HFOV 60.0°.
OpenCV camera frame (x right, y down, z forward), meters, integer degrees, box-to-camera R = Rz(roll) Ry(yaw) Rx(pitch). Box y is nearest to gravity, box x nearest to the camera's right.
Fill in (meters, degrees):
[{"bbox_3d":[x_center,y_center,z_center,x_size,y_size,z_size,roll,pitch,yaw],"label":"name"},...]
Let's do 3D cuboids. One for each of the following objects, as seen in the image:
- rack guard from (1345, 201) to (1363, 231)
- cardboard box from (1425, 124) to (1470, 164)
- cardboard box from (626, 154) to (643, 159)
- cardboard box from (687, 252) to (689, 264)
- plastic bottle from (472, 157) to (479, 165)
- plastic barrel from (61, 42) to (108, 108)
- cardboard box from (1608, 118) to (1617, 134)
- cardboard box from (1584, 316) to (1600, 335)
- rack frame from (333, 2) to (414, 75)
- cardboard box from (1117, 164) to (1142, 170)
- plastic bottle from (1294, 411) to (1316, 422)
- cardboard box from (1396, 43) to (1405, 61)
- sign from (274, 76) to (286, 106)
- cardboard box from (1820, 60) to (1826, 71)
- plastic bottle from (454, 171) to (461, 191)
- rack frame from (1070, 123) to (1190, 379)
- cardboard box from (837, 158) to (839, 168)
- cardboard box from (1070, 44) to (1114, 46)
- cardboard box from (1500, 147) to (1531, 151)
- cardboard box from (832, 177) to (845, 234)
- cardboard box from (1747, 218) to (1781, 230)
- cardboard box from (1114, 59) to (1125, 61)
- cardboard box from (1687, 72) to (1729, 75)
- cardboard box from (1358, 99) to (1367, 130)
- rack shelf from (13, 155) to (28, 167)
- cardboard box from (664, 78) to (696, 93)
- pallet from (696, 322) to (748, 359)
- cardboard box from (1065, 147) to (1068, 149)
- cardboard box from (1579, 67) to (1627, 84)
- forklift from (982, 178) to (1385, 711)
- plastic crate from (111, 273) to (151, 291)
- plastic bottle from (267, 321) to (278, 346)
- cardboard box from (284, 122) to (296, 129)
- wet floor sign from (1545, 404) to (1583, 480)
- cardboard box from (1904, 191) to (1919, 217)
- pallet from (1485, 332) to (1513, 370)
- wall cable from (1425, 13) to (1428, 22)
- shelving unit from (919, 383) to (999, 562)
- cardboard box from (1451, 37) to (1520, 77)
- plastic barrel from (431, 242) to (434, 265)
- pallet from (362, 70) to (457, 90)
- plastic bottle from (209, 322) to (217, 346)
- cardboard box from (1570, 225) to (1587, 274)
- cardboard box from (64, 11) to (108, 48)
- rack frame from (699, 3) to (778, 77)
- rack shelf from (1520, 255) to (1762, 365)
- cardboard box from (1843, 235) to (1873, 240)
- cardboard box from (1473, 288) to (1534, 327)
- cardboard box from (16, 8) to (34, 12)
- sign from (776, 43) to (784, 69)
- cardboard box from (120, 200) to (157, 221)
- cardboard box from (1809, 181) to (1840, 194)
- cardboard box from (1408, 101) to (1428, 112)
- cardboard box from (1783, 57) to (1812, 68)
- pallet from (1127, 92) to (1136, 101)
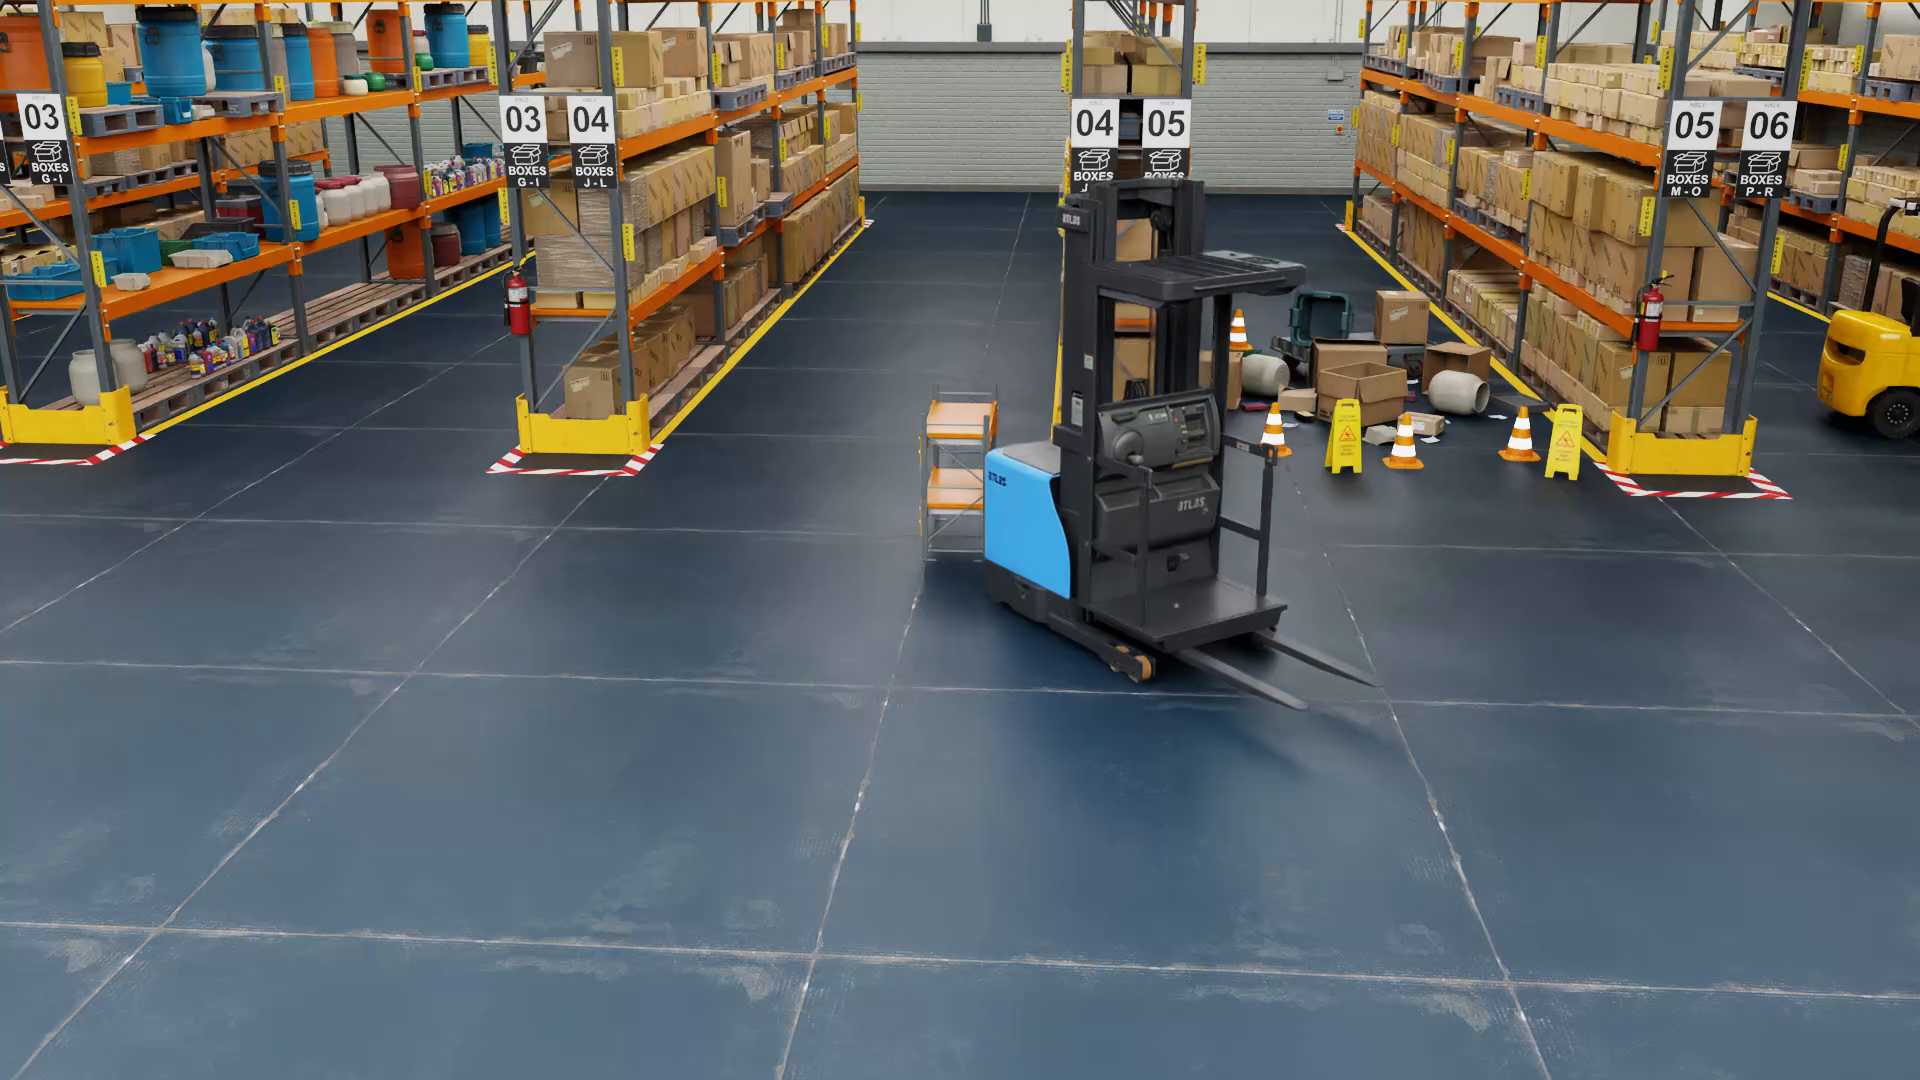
[{"bbox_3d":[7.537,-5.818,29.877,1.175,0.500,0.348,1,18,4],"label":"rack guard"},{"bbox_3d":[6.809,-5.517,23.176,0.500,0.500,0.500,1,18,4],"label":"cardboard box"},{"bbox_3d":[-3.566,-3.712,17.191,0.500,0.500,0.500,1,18,4],"label":"cardboard box"},{"bbox_3d":[-3.093,-2.992,17.639,0.380,0.149,0.250,1,18,4],"label":"cardboard box"},{"bbox_3d":[-7.473,-5.718,25.635,0.144,0.351,0.185,1,18,4],"label":"plastic bottle"},{"bbox_3d":[-8.481,-4.432,15.839,0.600,0.588,0.600,0,18,0],"label":"plastic barrel"},{"bbox_3d":[6.255,-3.850,15.440,0.380,0.149,0.250,1,18,2],"label":"cardboard box"},{"bbox_3d":[6.166,-2.035,15.812,0.380,0.149,0.250,2,18,5],"label":"cardboard box"},{"bbox_3d":[-7.863,-7.697,21.960,1.000,3.000,0.127,1,18,4],"label":"rack frame"},{"bbox_3d":[1.570,-3.483,16.761,0.875,0.550,0.550,1,18,4],"label":"cardboard box"},{"bbox_3d":[3.432,-1.240,16.610,0.133,0.061,0.283,-5,19,-15],"label":"plastic bottle"},{"bbox_3d":[6.975,-7.570,25.773,0.396,0.266,0.258,2,18,6],"label":"cardboard box"},{"bbox_3d":[-7.602,-5.017,18.587,0.100,0.325,0.005,1,18,4],"label":"sign"},{"bbox_3d":[11.823,-6.379,22.357,0.380,0.149,0.250,1,18,4],"label":"cardboard box"},{"bbox_3d":[-7.381,-5.275,24.393,0.061,0.283,0.133,1,18,4],"label":"plastic bottle"},{"bbox_3d":[1.444,-2.108,14.541,1.000,3.000,0.127,1,18,4],"label":"rack frame"},{"bbox_3d":[-2.211,-6.267,27.636,0.380,0.149,0.250,1,18,3],"label":"cardboard box"},{"bbox_3d":[1.167,-4.310,14.729,0.380,0.149,0.250,2,18,5],"label":"cardboard box"},{"bbox_3d":[7.207,-4.755,21.305,0.500,0.500,0.500,1,18,2],"label":"cardboard box"},{"bbox_3d":[-2.444,-5.650,28.087,0.875,0.875,0.875,1,18,4],"label":"cardboard box"},{"bbox_3d":[11.959,-4.693,24.728,0.380,0.149,0.250,0,18,1],"label":"cardboard box"},{"bbox_3d":[1.274,-4.321,15.402,0.500,0.250,0.500,1,18,4],"label":"cardboard box"},{"bbox_3d":[6.814,-4.210,15.259,0.380,0.149,0.250,2,18,5],"label":"cardboard box"},{"bbox_3d":[7.217,-7.379,28.858,0.500,0.500,0.500,1,18,3],"label":"cardboard box"},{"bbox_3d":[-17.314,-6.589,29.368,1.077,0.370,4.000,1,18,4],"label":"rack shelf"},{"bbox_3d":[-2.986,-4.768,17.441,0.380,0.149,0.250,0,18,1],"label":"cardboard box"},{"bbox_3d":[-3.155,-2.410,19.938,1.003,0.211,1.213,1,18,4],"label":"pallet"},{"bbox_3d":[1.690,-5.520,23.726,0.380,0.149,0.250,2,18,7],"label":"cardboard box"},{"bbox_3d":[6.297,-4.544,16.278,0.380,0.149,0.250,1,18,2],"label":"cardboard box"},{"bbox_3d":[1.374,-0.682,10.298,1.130,2.935,3.031,-11,21,-31],"label":"forklift"},{"bbox_3d":[-8.051,-2.507,16.179,0.298,0.136,0.250,1,18,4],"label":"plastic crate"},{"bbox_3d":[-7.855,-2.365,18.979,0.061,0.283,0.133,2,18,7],"label":"plastic bottle"},{"bbox_3d":[-12.055,-7.502,29.236,0.500,0.500,0.500,2,18,5],"label":"cardboard box"},{"bbox_3d":[5.307,-0.875,14.559,0.267,0.644,0.232,8,20,23],"label":"wet floor sign"},{"bbox_3d":[11.533,-3.961,19.634,0.500,0.250,0.500,2,18,5],"label":"cardboard box"},{"bbox_3d":[6.729,-2.188,19.263,1.003,0.211,1.213,1,18,4],"label":"pallet"},{"bbox_3d":[8.412,-11.605,33.887,2.355,3.000,0.029,1,18,4],"label":"wall cable"},{"bbox_3d":[0.000,-0.537,12.754,0.538,1.125,1.048,1,18,4],"label":"shelving unit"},{"bbox_3d":[6.838,-6.309,21.701,0.797,0.503,0.637,0,18,1],"label":"cardboard box"},{"bbox_3d":[-7.893,-4.193,24.223,0.421,0.512,0.421,0,18,0],"label":"plastic barrel"},{"bbox_3d":[-7.711,-6.417,23.175,1.003,0.211,1.213,1,18,4],"label":"pallet"},{"bbox_3d":[-8.499,-2.329,18.870,0.061,0.283,0.133,1,18,4],"label":"plastic bottle"},{"bbox_3d":[6.287,-2.861,16.198,0.500,0.500,0.500,1,18,5],"label":"cardboard box"},{"bbox_3d":[-12.693,-7.358,23.977,0.500,0.500,0.500,1,18,4],"label":"cardboard box"},{"bbox_3d":[-2.923,-7.586,21.623,1.000,3.000,0.127,1,18,4],"label":"rack frame"},{"bbox_3d":[6.532,-2.309,16.307,1.077,0.370,4.000,1,18,4],"label":"rack shelf"},{"bbox_3d":[12.357,-4.123,22.986,0.380,0.149,0.250,0,18,1],"label":"cardboard box"},{"bbox_3d":[6.806,-2.825,20.272,0.950,0.372,0.625,2,18,6],"label":"cardboard box"},{"bbox_3d":[-16.951,-9.276,29.798,0.500,0.500,0.500,1,18,4],"label":"cardboard box"},{"bbox_3d":[-2.382,-6.394,21.971,0.100,0.325,0.005,1,18,4],"label":"sign"},{"bbox_3d":[-12.866,-5.122,25.841,0.500,0.250,0.500,1,18,4],"label":"cardboard box"},{"bbox_3d":[11.577,-4.697,22.170,0.380,0.149,0.250,2,18,5],"label":"cardboard box"},{"bbox_3d":[7.080,-6.769,25.957,0.380,0.149,0.250,2,18,5],"label":"cardboard box"},{"bbox_3d":[11.697,-6.638,23.115,0.380,0.149,0.250,2,18,5],"label":"cardboard box"},{"bbox_3d":[1.661,-4.480,17.104,1.003,0.211,1.213,1,18,4],"label":"pallet"}]
